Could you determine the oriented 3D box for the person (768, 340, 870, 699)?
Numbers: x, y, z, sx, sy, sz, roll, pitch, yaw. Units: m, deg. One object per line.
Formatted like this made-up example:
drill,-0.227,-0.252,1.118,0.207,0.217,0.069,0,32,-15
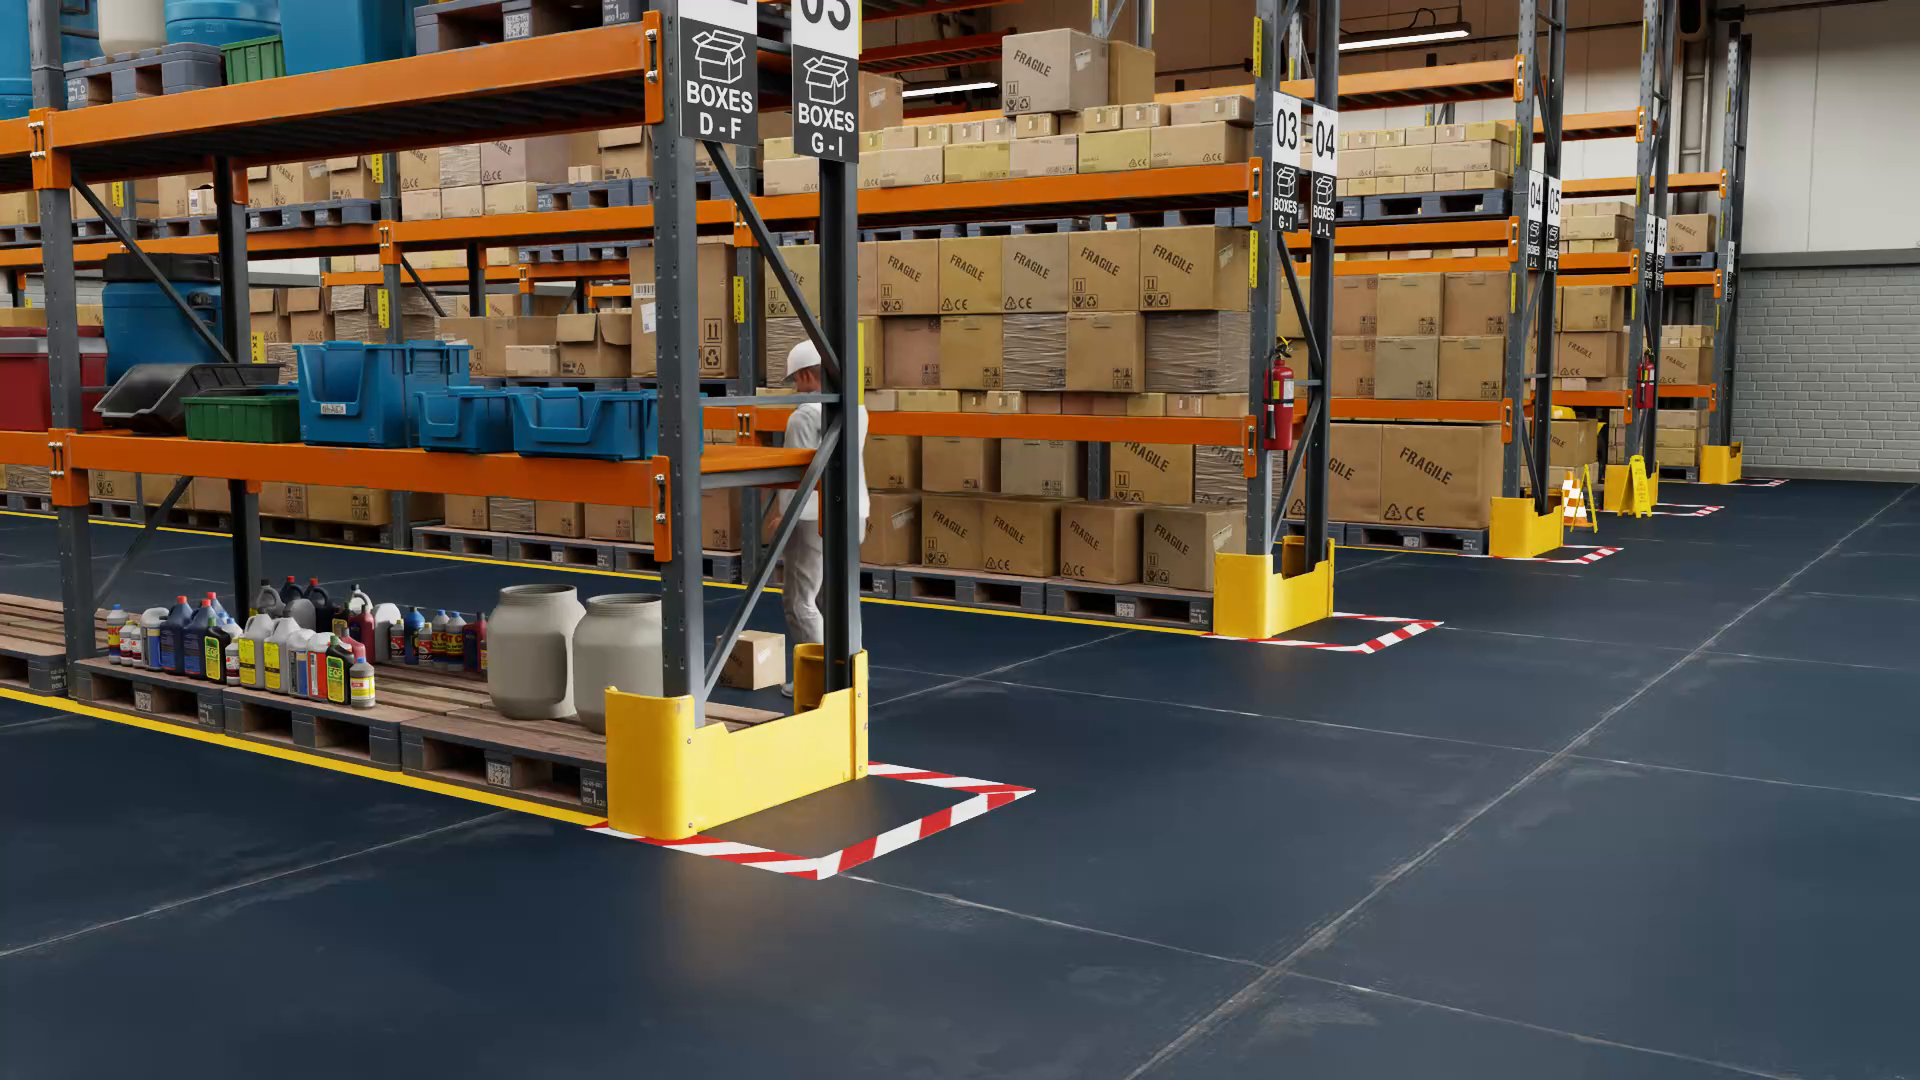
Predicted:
person,-0.689,-0.097,8.162,0.400,1.754,0.543,4,8,35
